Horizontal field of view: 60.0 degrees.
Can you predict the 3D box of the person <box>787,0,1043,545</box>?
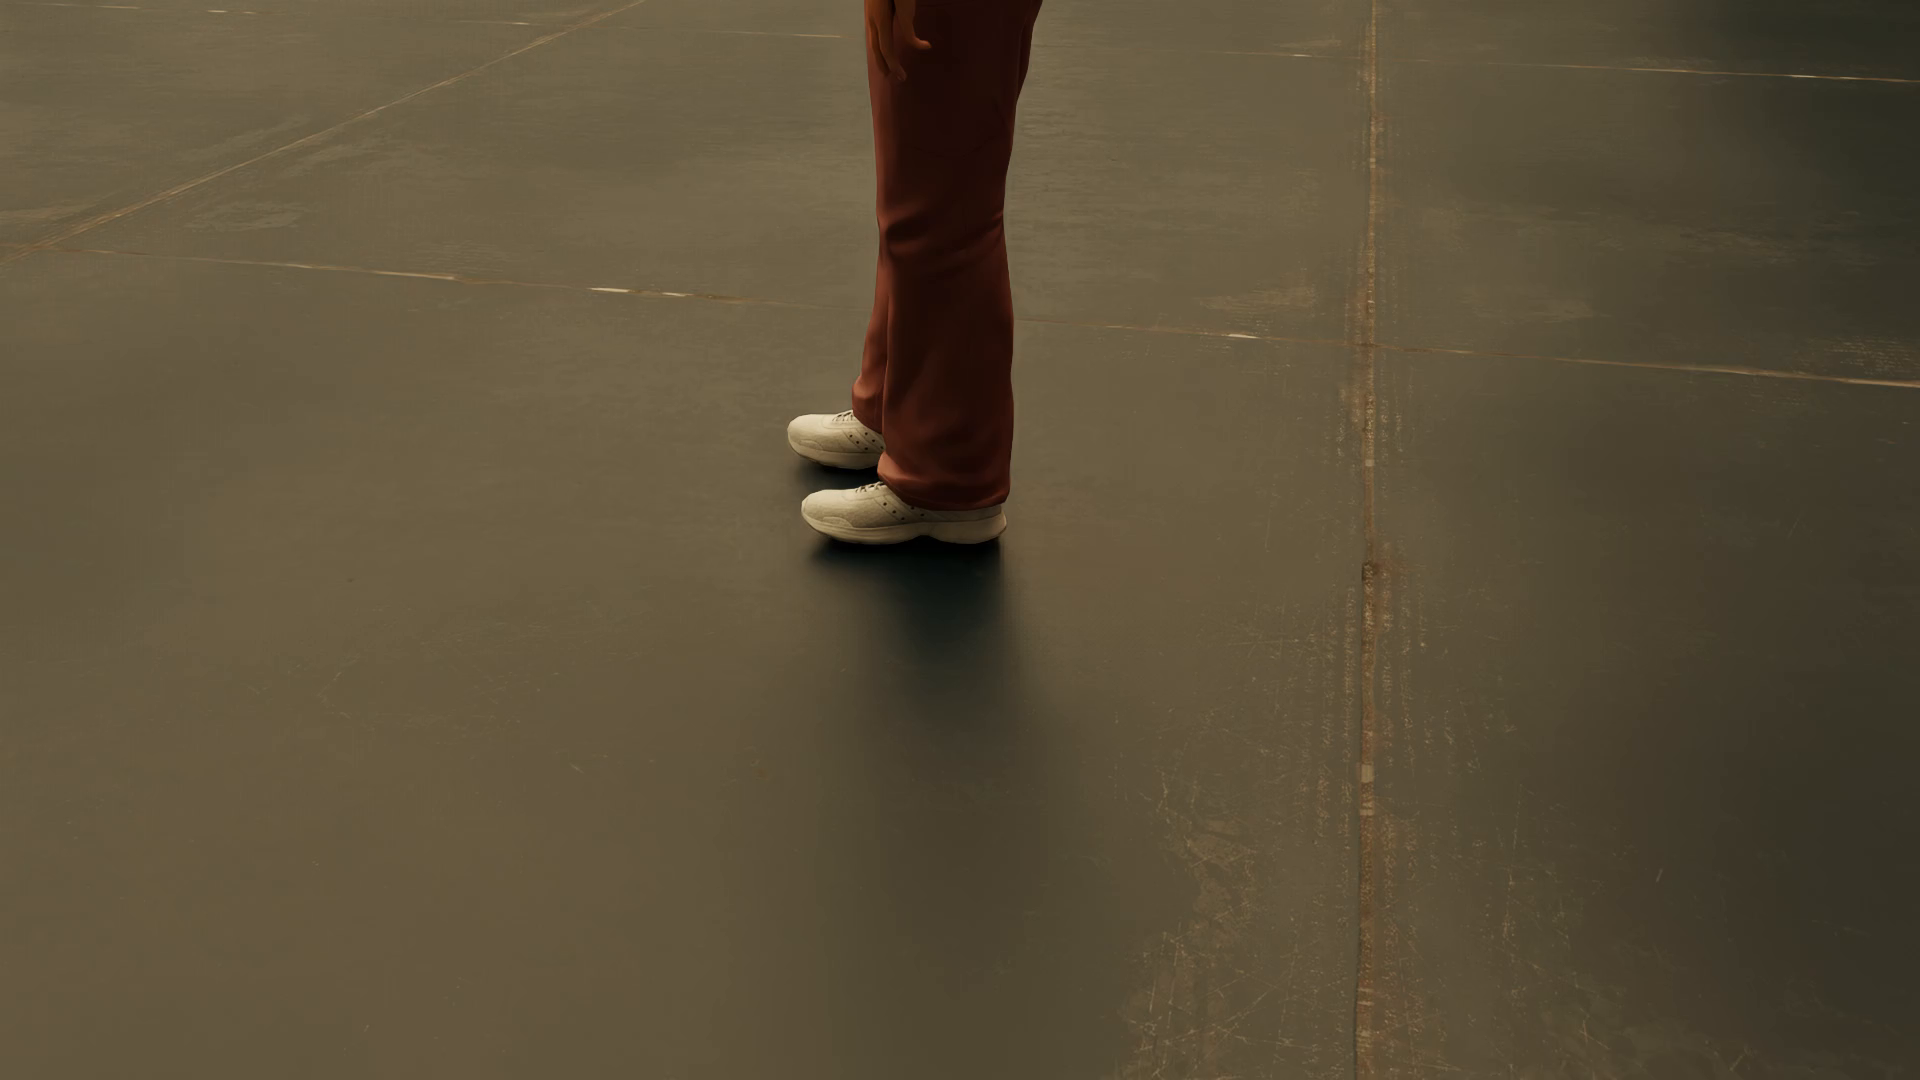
[{"bbox_3d":[-0.070,-0.767,2.143,0.548,1.673,0.554,6,27,11],"label":"person"}]
